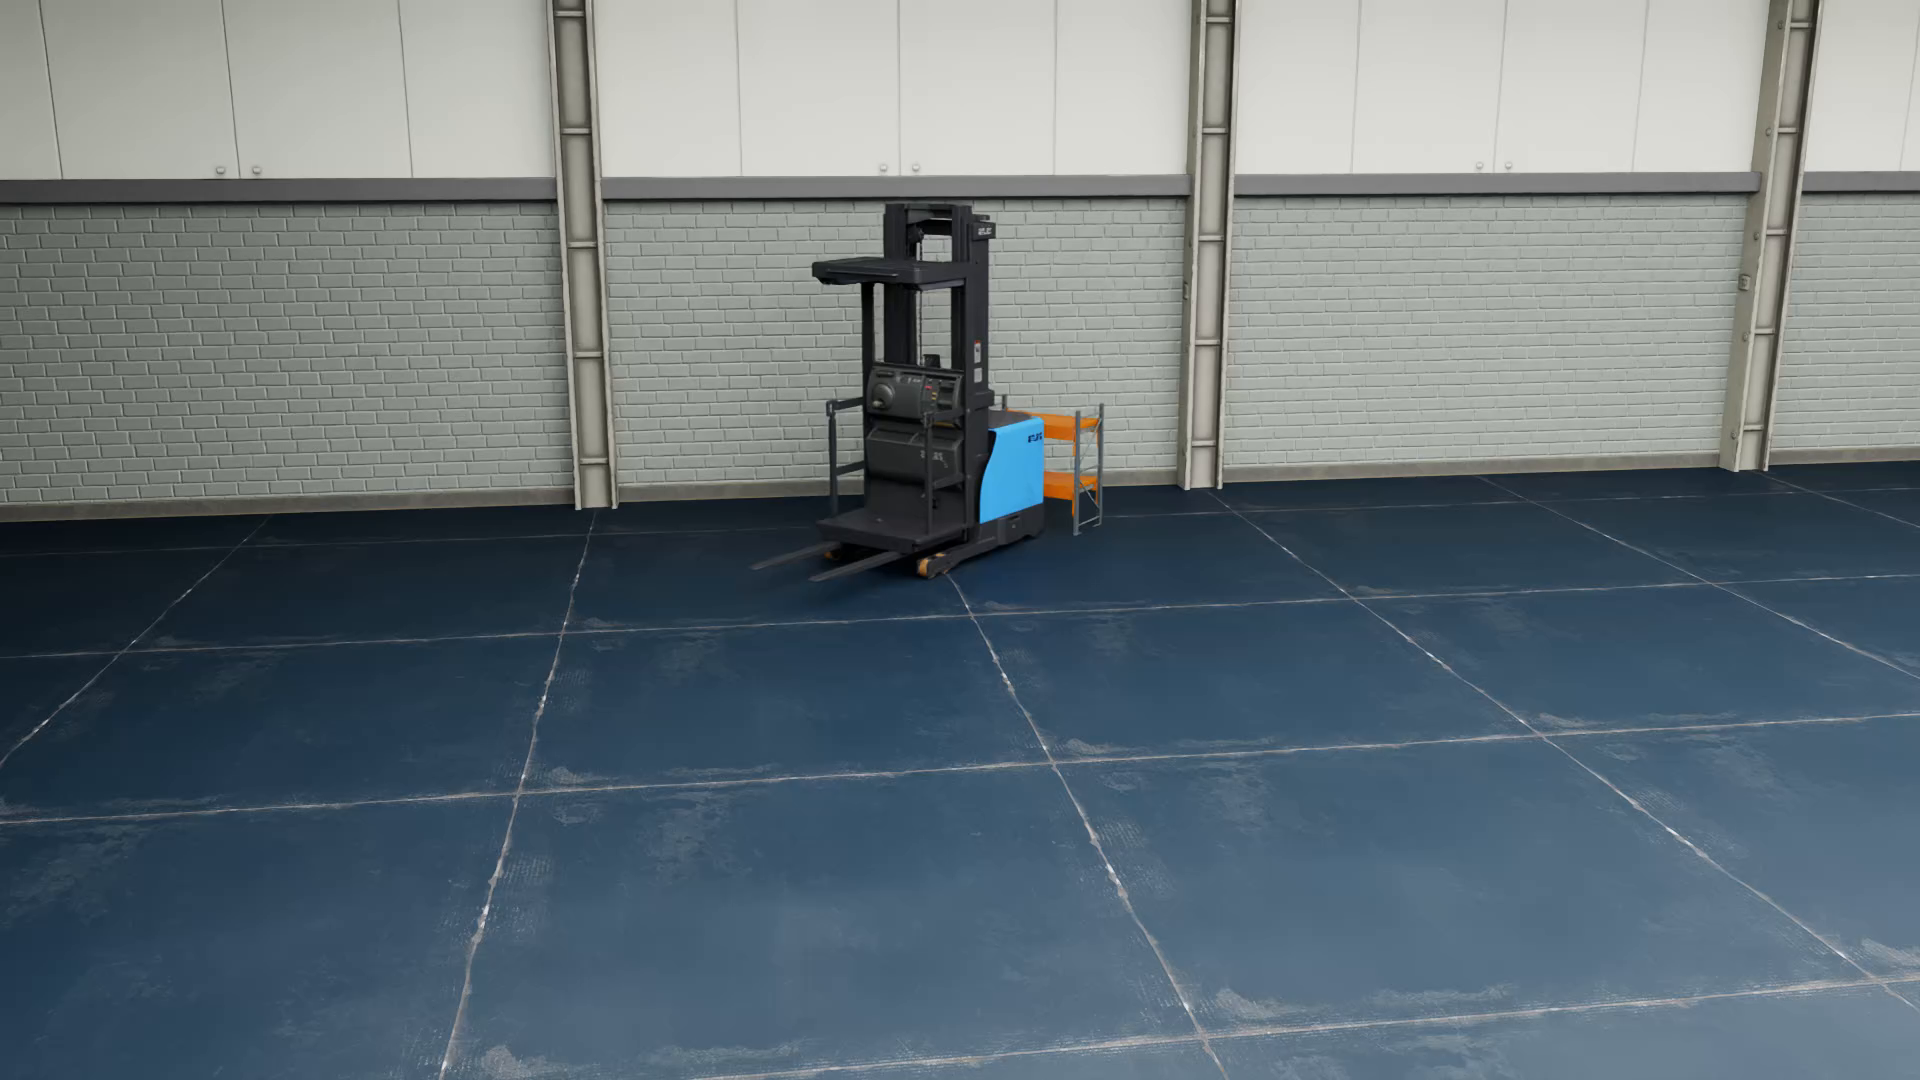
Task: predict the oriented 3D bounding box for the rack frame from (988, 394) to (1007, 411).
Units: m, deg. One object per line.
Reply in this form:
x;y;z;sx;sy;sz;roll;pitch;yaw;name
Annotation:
0.296;-0.771;15.481;0.032;1.125;0.500;9;16;31;rack frame

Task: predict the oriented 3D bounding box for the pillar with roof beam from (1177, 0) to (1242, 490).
3.074;-3.878;11.687;0.400;9.000;9.100;-2;14;-8;pillar with roof beam

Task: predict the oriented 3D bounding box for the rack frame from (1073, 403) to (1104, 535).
1.159;-0.640;14.960;0.032;1.125;0.500;9;16;31;rack frame

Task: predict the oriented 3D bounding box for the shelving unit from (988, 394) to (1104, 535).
0.728;-0.705;15.220;1.048;1.125;0.538;9;16;31;shelving unit

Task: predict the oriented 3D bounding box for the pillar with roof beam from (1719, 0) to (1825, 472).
9.007;-4.096;12.554;0.400;9.000;9.100;-2;14;-8;pillar with roof beam

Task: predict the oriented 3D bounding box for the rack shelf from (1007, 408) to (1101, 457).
0.728;-0.989;15.149;1.000;0.278;0.538;9;16;31;rack shelf

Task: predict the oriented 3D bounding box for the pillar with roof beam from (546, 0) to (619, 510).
-2.859;-3.661;10.820;0.400;9.000;9.100;-2;14;-8;pillar with roof beam

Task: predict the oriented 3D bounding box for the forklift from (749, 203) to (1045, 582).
-0.503;-1.241;13.645;1.130;2.935;3.031;10;17;34;forklift

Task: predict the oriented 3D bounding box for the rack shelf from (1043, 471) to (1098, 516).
0.728;-0.468;15.279;1.000;0.278;0.538;9;16;31;rack shelf
